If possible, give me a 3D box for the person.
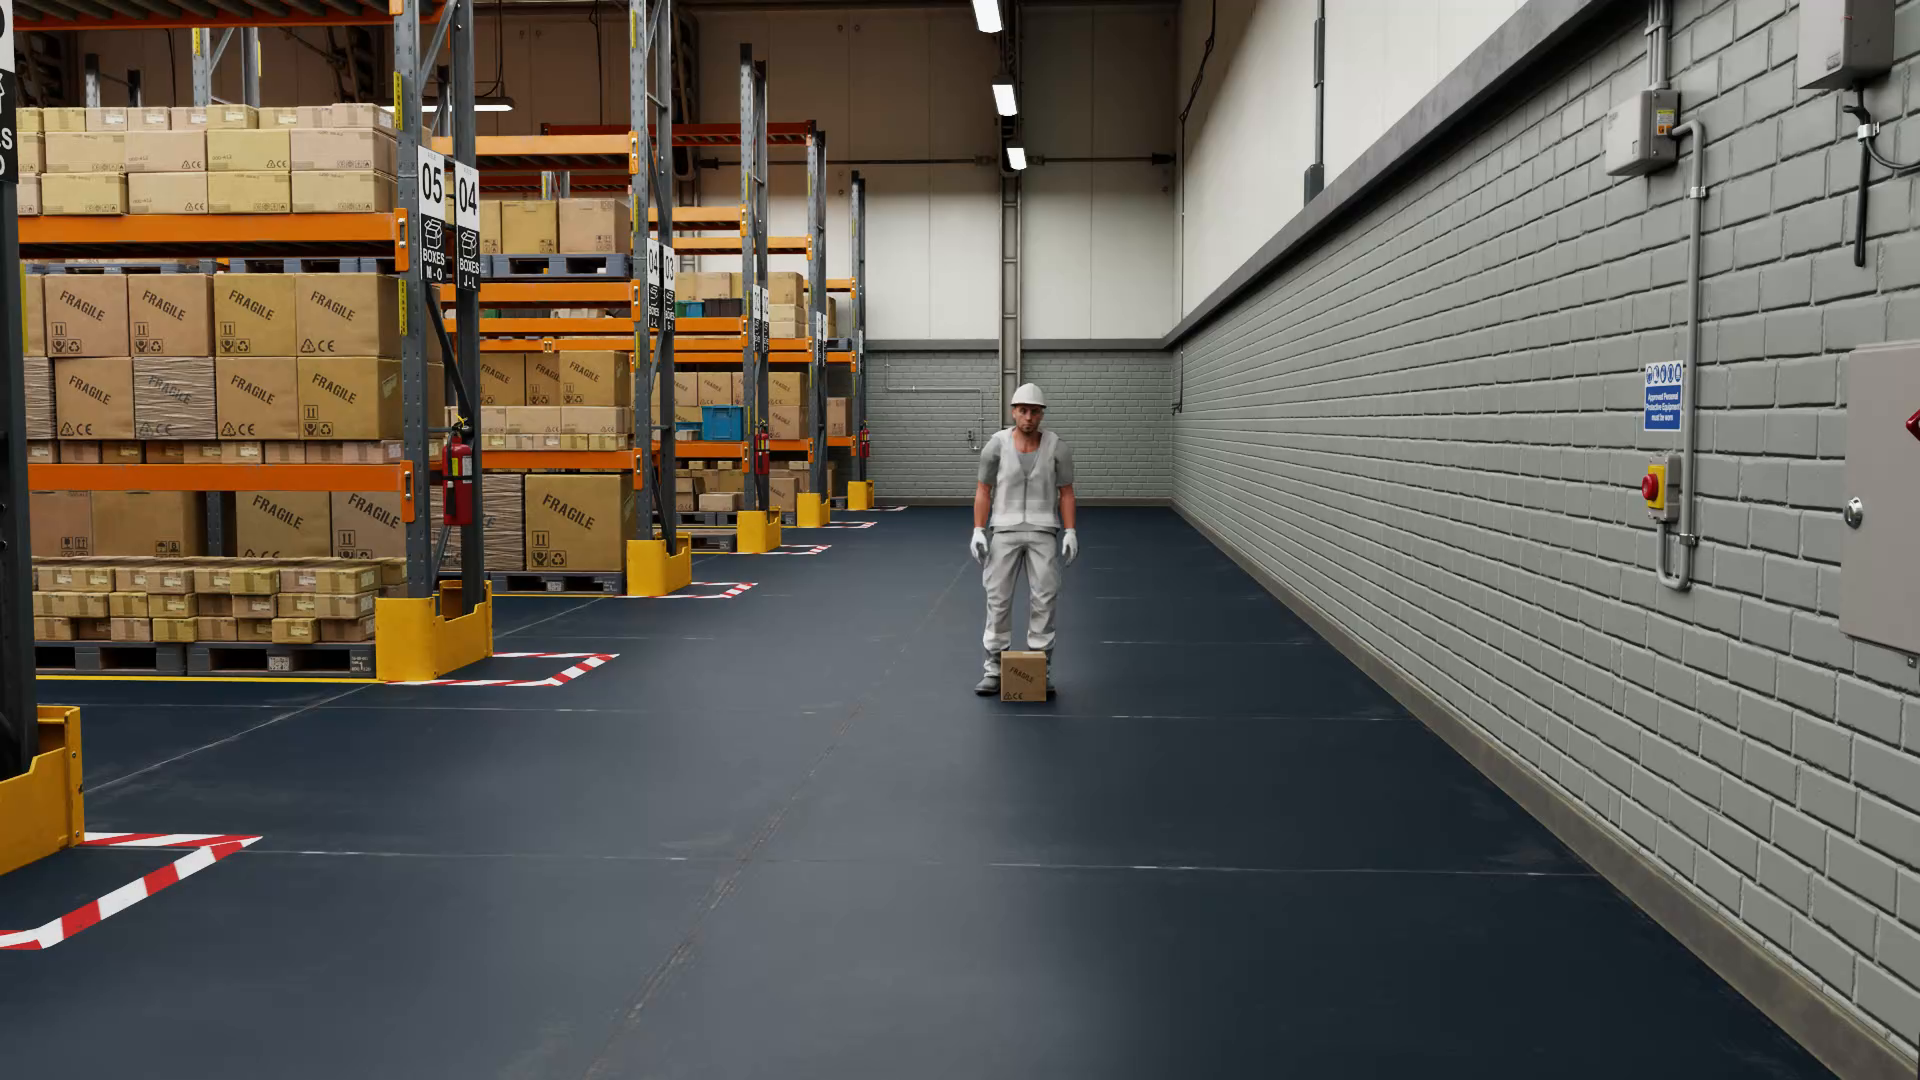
[{"bbox_3d":[0.372,-0.008,9.566,0.623,1.780,0.449,0,4,2],"label":"person"}]
